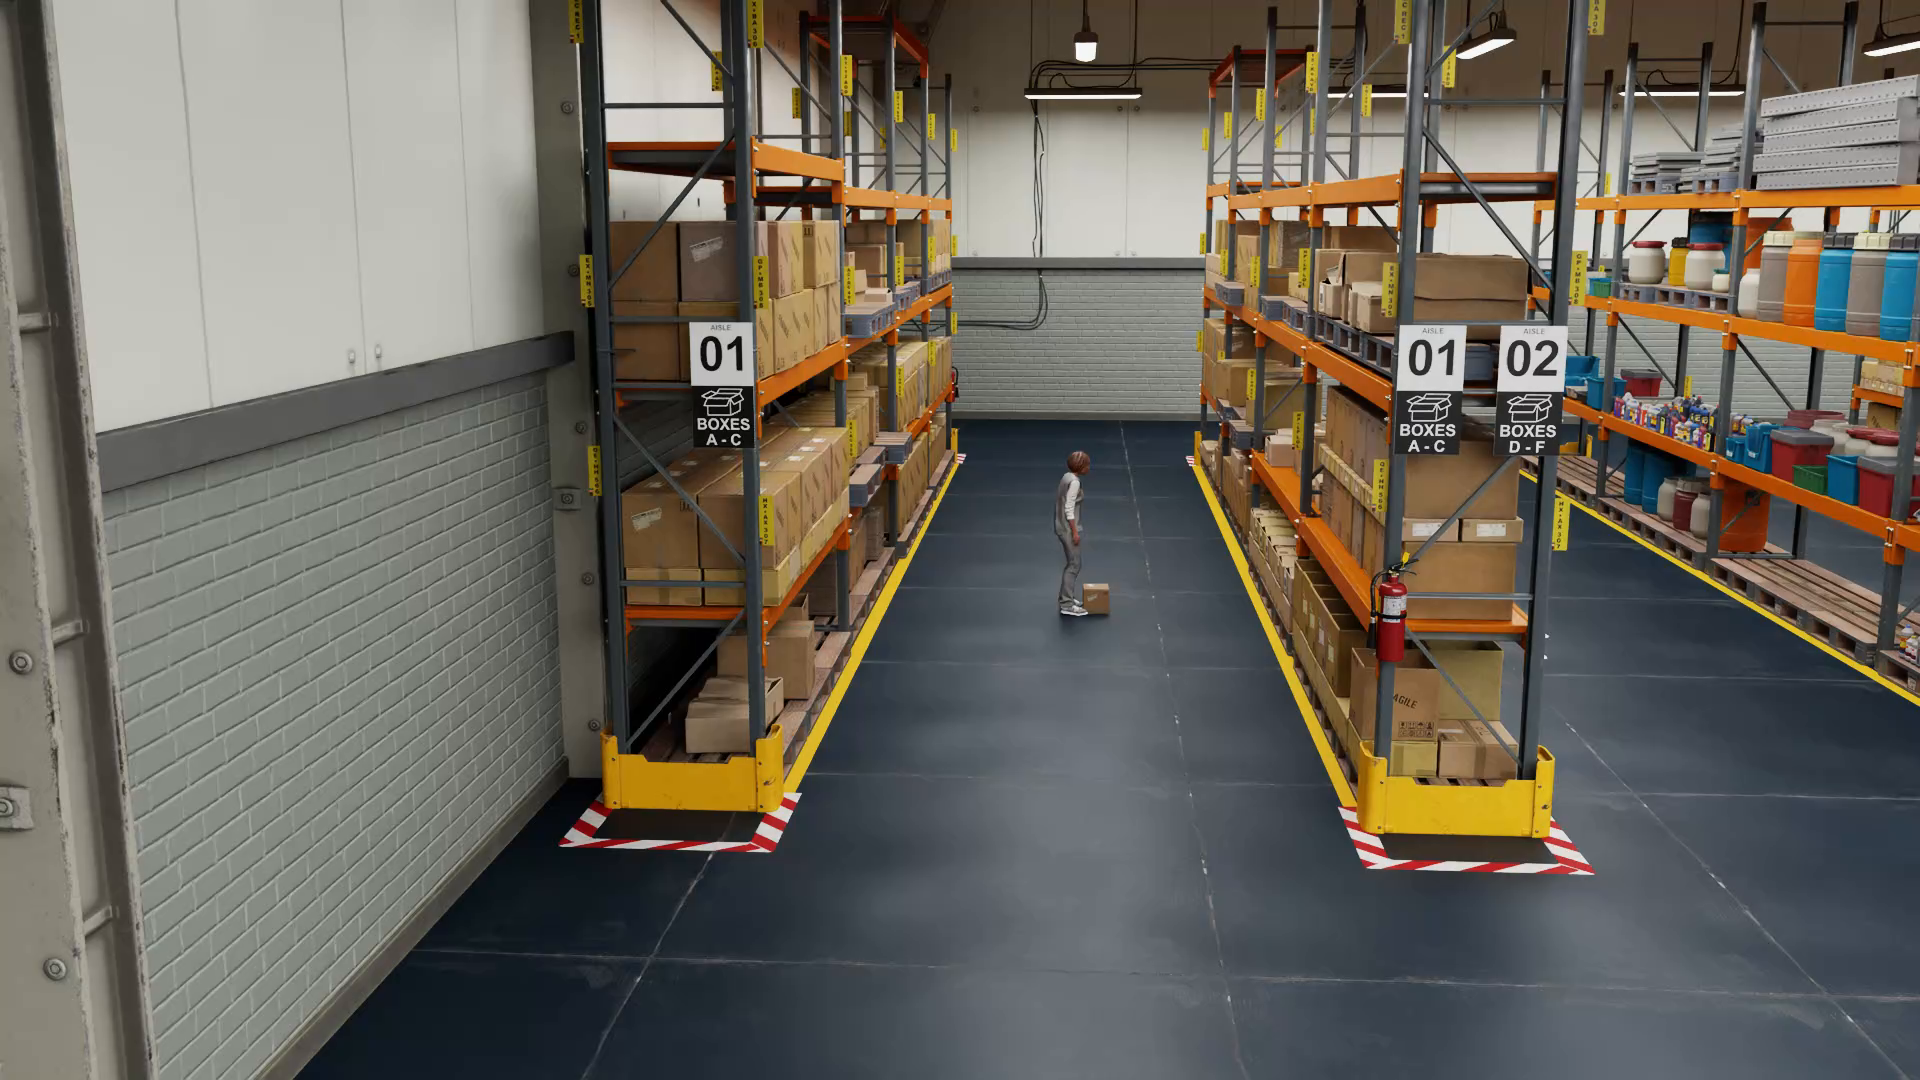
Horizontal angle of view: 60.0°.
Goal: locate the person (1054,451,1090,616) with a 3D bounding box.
[{"bbox_3d":[1.098,-0.077,16.359,0.345,1.592,0.477,0,11,1],"label":"person"}]
